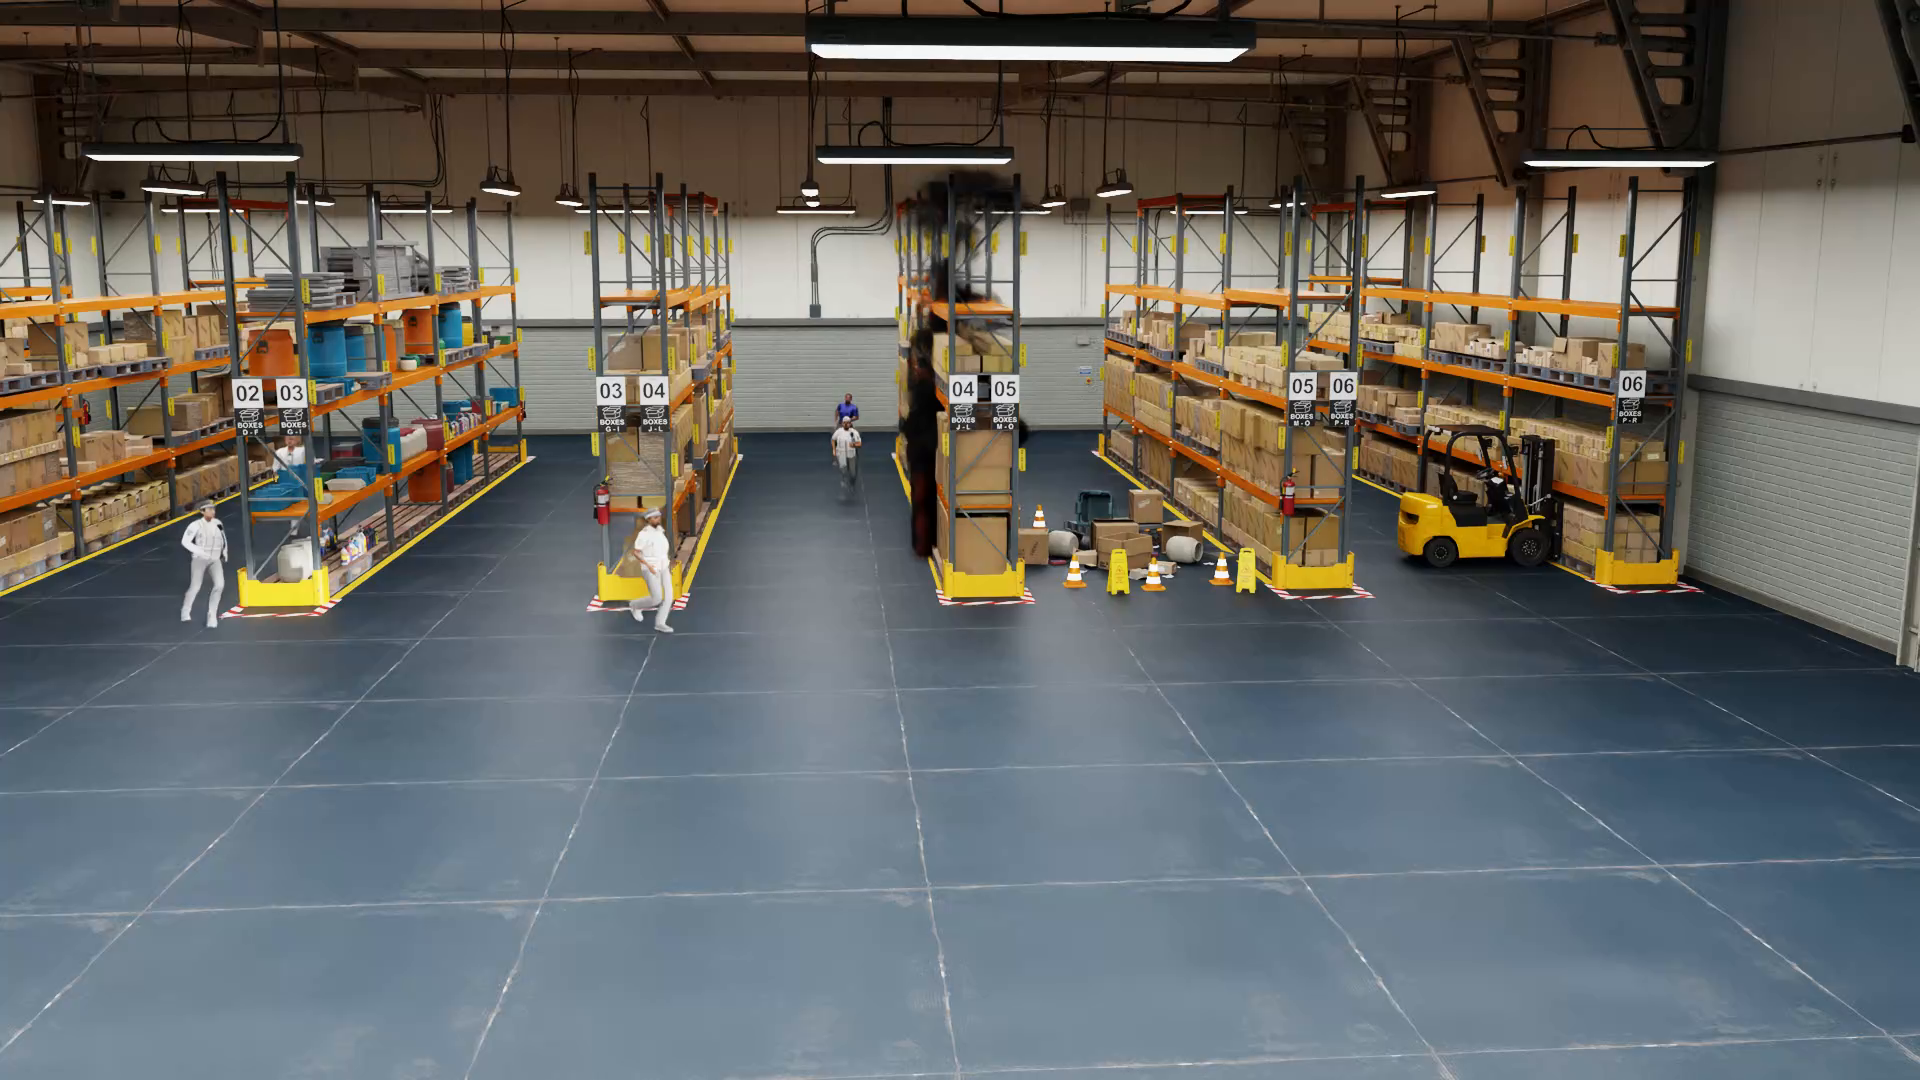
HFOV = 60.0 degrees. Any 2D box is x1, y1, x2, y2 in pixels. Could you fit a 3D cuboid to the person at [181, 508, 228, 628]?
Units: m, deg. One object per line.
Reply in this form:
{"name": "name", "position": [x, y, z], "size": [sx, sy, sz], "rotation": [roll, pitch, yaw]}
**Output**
{"name": "person", "position": [-10.089, 0.314, 22.299], "size": [0.688, 1.669, 0.677], "rotation": [9, 13, 41]}

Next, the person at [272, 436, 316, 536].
{"name": "person", "position": [-11.757, -1.004, 29.363], "size": [0.711, 1.764, 0.924], "rotation": [-2, 10, -9]}

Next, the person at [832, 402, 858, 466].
{"name": "person", "position": [-2.641, -2.477, 38.687], "size": [0.591, 1.503, 0.762], "rotation": [1, 10, 4]}

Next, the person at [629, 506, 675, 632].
{"name": "person", "position": [-4.021, 0.367, 21.778], "size": [0.605, 1.661, 0.588], "rotation": [6, 12, 30]}

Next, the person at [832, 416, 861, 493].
{"name": "person", "position": [-2.262, -1.679, 33.215], "size": [0.578, 1.592, 0.919], "rotation": [-1, 10, -6]}
